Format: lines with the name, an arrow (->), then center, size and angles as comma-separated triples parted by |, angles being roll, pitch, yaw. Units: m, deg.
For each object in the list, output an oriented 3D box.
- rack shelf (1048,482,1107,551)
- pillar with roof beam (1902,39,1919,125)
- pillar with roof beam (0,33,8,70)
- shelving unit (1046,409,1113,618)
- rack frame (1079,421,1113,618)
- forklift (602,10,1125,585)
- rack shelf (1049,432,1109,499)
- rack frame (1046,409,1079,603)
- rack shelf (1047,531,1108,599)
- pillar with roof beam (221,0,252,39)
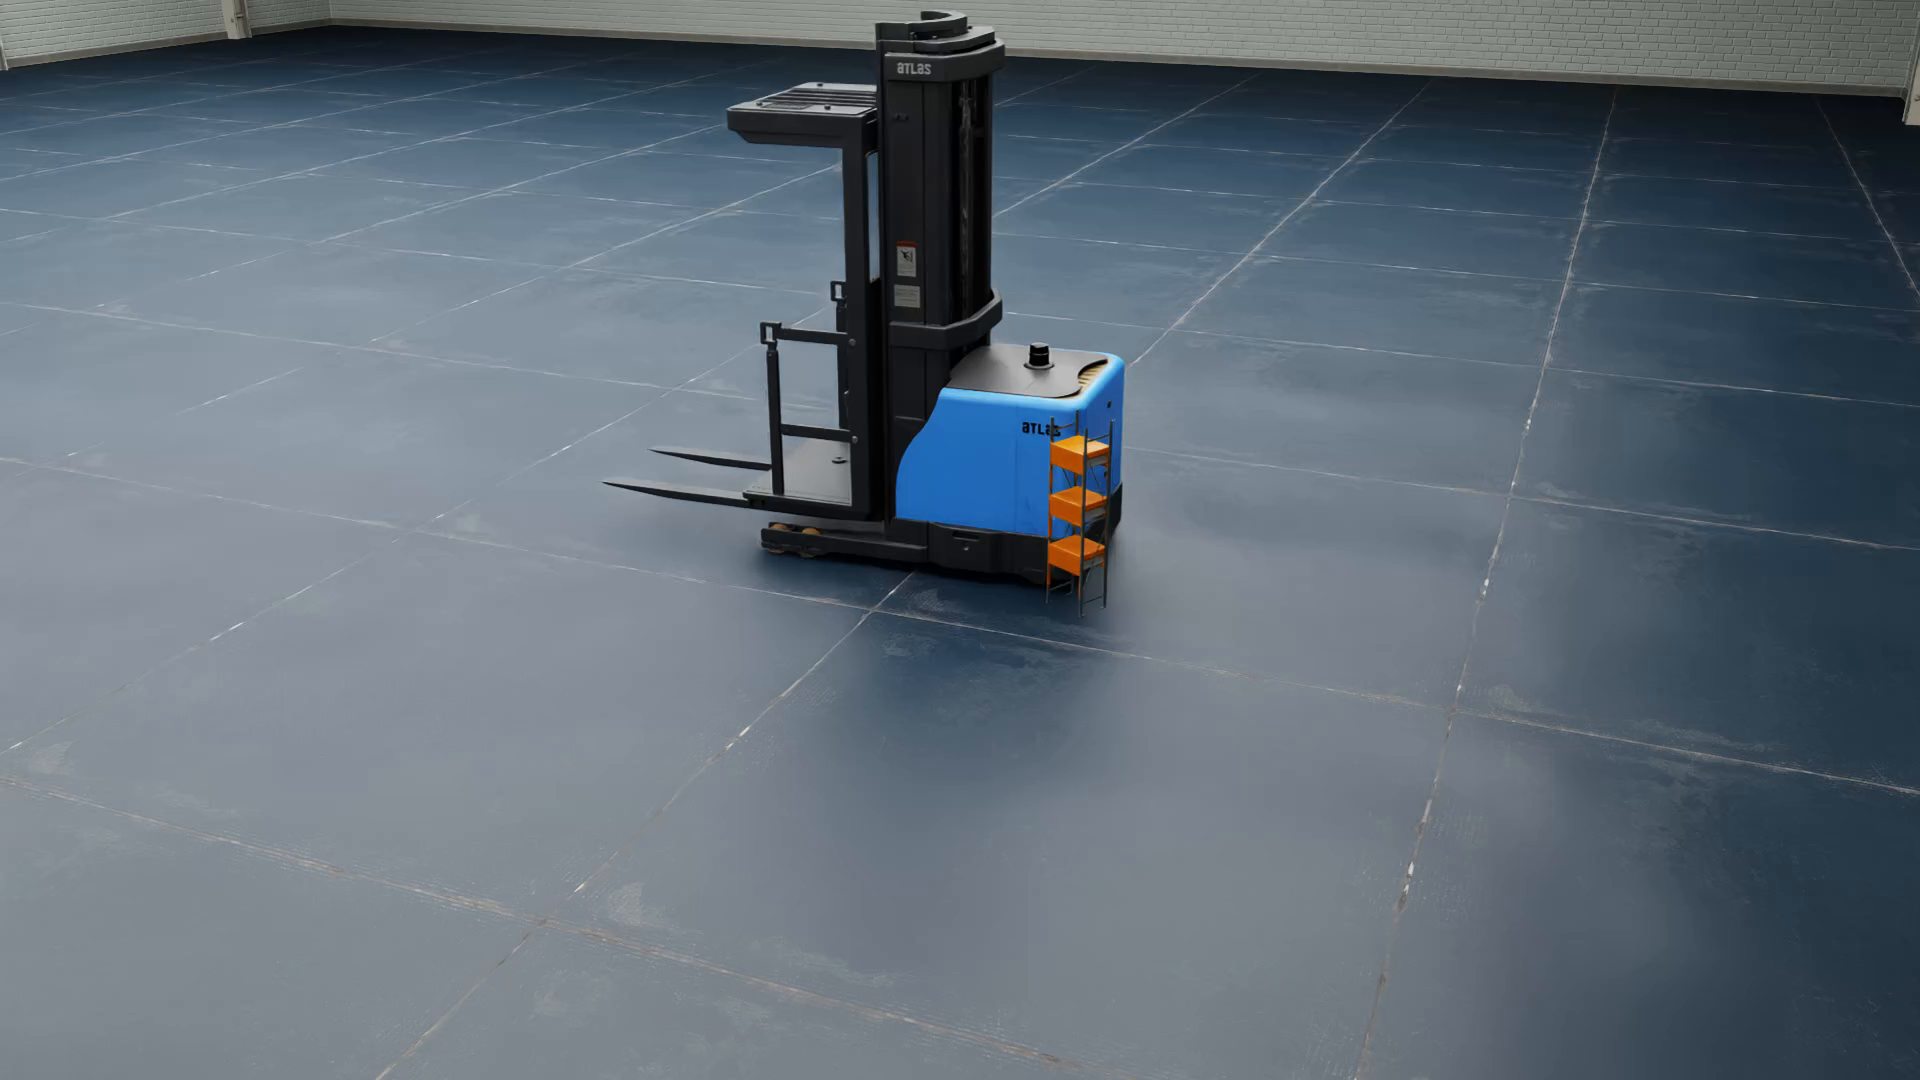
rack shelf -> 0.623, -0.125, 8.715 | 0.215, 0.259, 0.240 | -19, 29, -37
pillar with roof beam -> 10.010, -10.880, 24.123 | 9.100, 9.000, 0.400 | 9, 24, 20
pillar with roof beam -> -13.471, -12.010, 26.828 | 9.100, 9.000, 0.400 | 9, 24, 20
shelving unit -> 0.623, -0.135, 8.711 | 0.215, 1.050, 0.252 | -19, 29, -37
rack frame -> 0.703, -0.100, 8.626 | 0.200, 1.050, 0.008 | -19, 29, -37
forklift -> -0.621, -1.434, 9.379 | 3.031, 2.935, 1.130 | 7, 24, 17
rack shelf -> 0.623, -0.387, 8.606 | 0.215, 0.259, 0.240 | -19, 29, -37
rack frame -> 0.542, -0.170, 8.796 | 0.200, 1.050, 0.008 | -19, 29, -37
rack shelf -> 0.623, 0.131, 8.822 | 0.215, 0.259, 0.240 | -19, 29, -37
pillar with roof beam -> -11.242, -14.157, 31.968 | 9.100, 9.000, 0.400 | 9, 24, 20
